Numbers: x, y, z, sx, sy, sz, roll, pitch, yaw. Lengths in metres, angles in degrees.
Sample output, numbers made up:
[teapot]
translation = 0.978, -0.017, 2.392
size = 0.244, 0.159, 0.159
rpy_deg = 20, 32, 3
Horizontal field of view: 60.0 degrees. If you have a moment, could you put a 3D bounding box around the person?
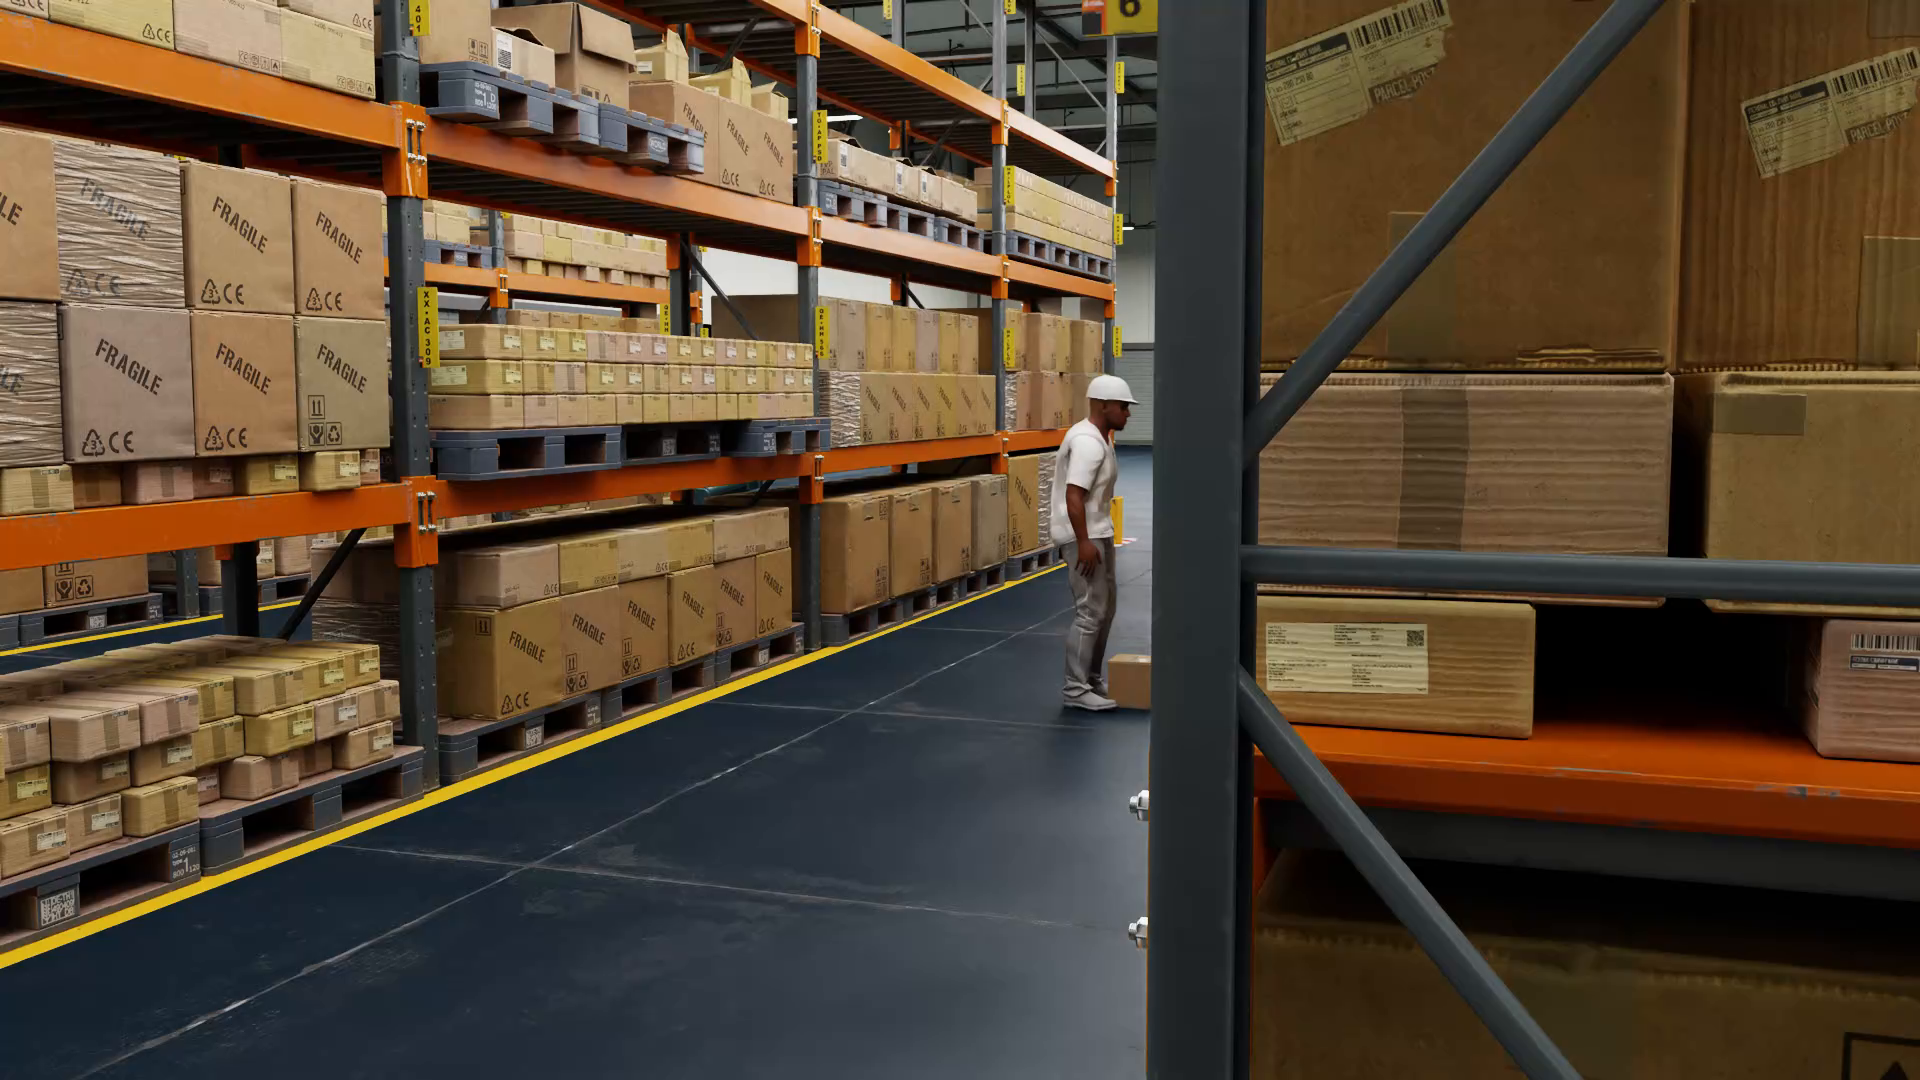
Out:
[person]
translation = 0.721, 0.002, 8.894
size = 0.463, 1.759, 0.626
rpy_deg = 1, 5, 16
